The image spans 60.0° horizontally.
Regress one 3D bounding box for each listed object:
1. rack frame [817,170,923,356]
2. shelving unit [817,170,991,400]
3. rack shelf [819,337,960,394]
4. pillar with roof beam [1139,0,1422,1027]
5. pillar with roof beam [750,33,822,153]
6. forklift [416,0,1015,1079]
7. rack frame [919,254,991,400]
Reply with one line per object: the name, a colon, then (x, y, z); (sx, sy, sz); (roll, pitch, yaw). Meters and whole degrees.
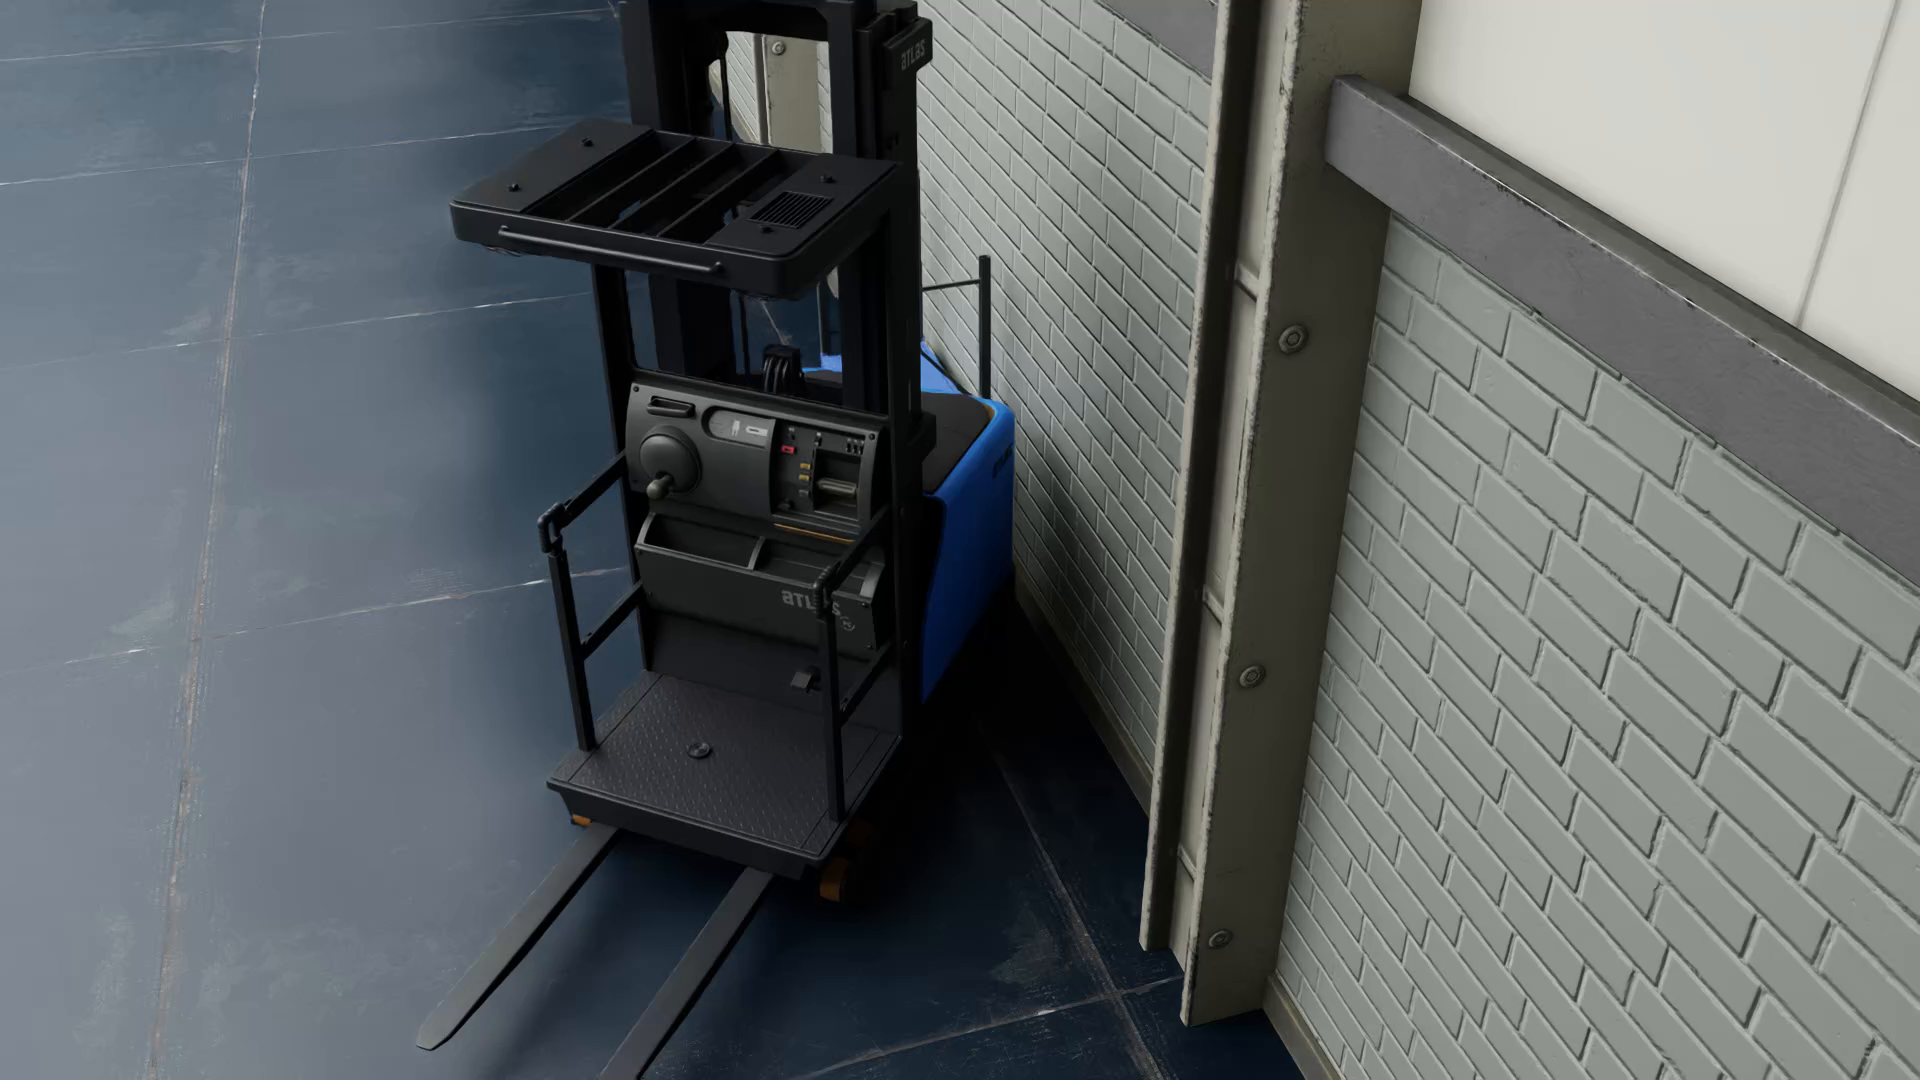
rack frame: (-0.420, -1.015, 7.922); (0.500, 1.500, 0.032); (-10, 35, -15)
shelving unit: (-0.265, -0.751, 7.517); (0.538, 1.500, 1.048); (-10, 35, -15)
rack shelf: (-0.263, -0.600, 7.616); (0.538, 0.185, 1.000); (-10, 35, -15)
pillar with roof beam: (-3.283, -1.587, 1.988); (9.100, 9.000, 0.400); (-10, 35, -15)
pillar with roof beam: (-5.113, -4.737, 6.756); (9.100, 9.000, 0.400); (-10, 35, -15)
forklift: (-0.781, -0.217, 5.419); (1.130, 2.935, 3.031); (12, 35, 18)
rack frame: (-0.109, -0.486, 7.112); (0.500, 1.500, 0.032); (-10, 35, -15)
